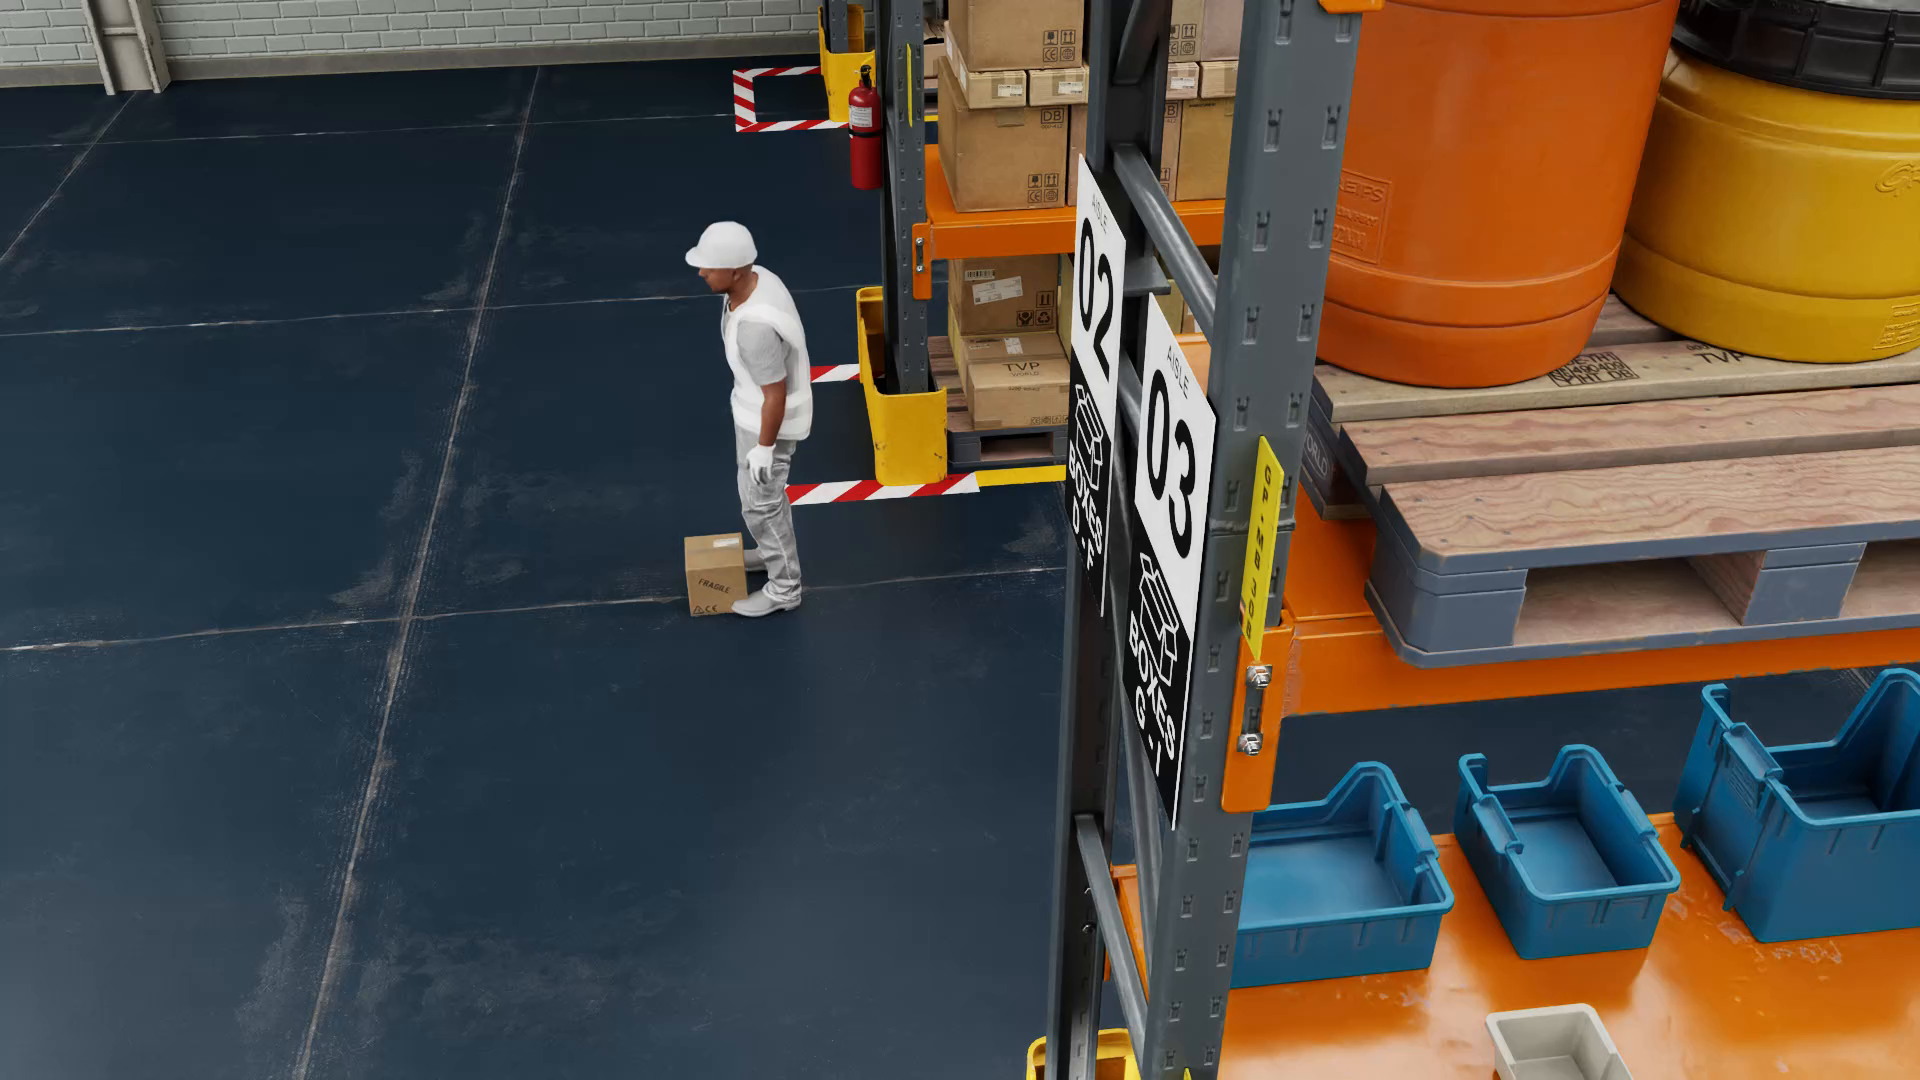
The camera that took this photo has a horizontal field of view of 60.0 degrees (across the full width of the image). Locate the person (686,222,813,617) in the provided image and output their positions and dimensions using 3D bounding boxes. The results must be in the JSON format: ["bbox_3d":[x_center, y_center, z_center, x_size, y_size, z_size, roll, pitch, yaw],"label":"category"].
[{"bbox_3d":[-0.837,-0.501,6.864,0.452,1.772,0.617,-6,35,-9],"label":"person"}]
